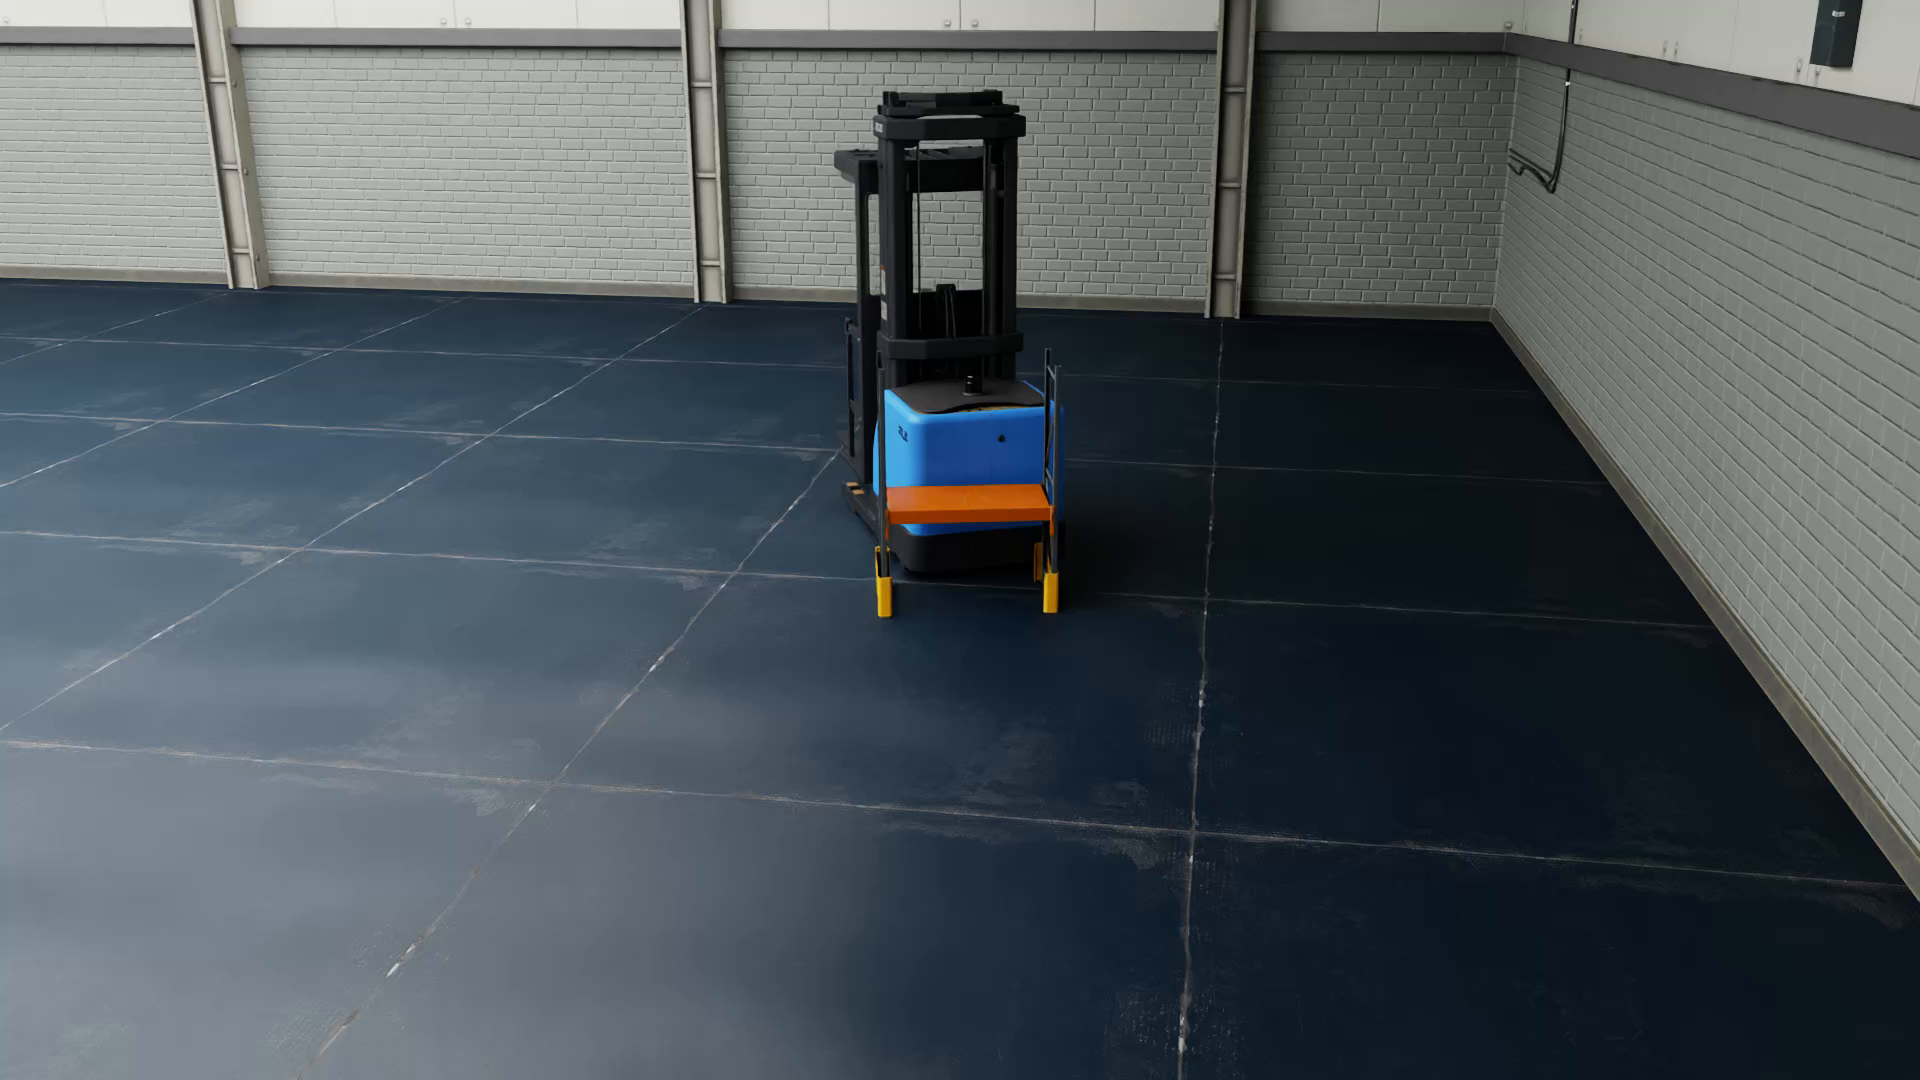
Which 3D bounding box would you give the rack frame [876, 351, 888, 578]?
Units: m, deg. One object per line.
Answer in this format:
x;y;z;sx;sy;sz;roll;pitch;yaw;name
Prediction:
-0.466;-0.339;9.953;0.032;1.500;0.500;-1;19;-4;rack frame

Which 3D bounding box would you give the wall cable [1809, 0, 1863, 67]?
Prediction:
4.168;-4.902;6.413;0.169;6.003;2.305;3;19;9;wall cable

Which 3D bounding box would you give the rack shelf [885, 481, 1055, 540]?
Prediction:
0.041;-0.181;10.048;1.000;0.185;0.538;-1;19;-4;rack shelf

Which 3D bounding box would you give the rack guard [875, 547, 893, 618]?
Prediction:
-0.465;0.254;10.151;0.087;0.250;0.587;-1;19;-4;rack guard

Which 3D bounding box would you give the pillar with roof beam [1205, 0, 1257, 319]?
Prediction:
2.308;-5.477;13.489;0.400;9.000;9.100;3;19;9;pillar with roof beam

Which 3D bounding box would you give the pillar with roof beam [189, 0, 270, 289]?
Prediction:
-9.540;-6.081;15.294;0.400;9.000;9.100;3;19;9;pillar with roof beam

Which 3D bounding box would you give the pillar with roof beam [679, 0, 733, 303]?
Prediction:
-3.616;-5.779;14.392;0.400;9.000;9.100;3;19;9;pillar with roof beam

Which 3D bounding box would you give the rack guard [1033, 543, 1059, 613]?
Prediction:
0.528;0.228;10.227;0.087;0.250;0.587;-1;19;-4;rack guard

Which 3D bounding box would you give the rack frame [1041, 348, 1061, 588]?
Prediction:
0.548;-0.365;10.030;0.032;1.500;0.500;-1;19;-4;rack frame

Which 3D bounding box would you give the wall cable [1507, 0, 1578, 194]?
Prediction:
5.690;-4.790;16.331;0.112;2.526;3.097;3;19;9;wall cable

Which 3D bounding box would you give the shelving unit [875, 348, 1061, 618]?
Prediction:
0.032;-0.352;9.991;1.083;1.500;0.587;-1;19;-4;shelving unit

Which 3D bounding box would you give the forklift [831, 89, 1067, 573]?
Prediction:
-0.241;-1.615;11.511;1.130;2.935;3.031;-6;19;-17;forklift
